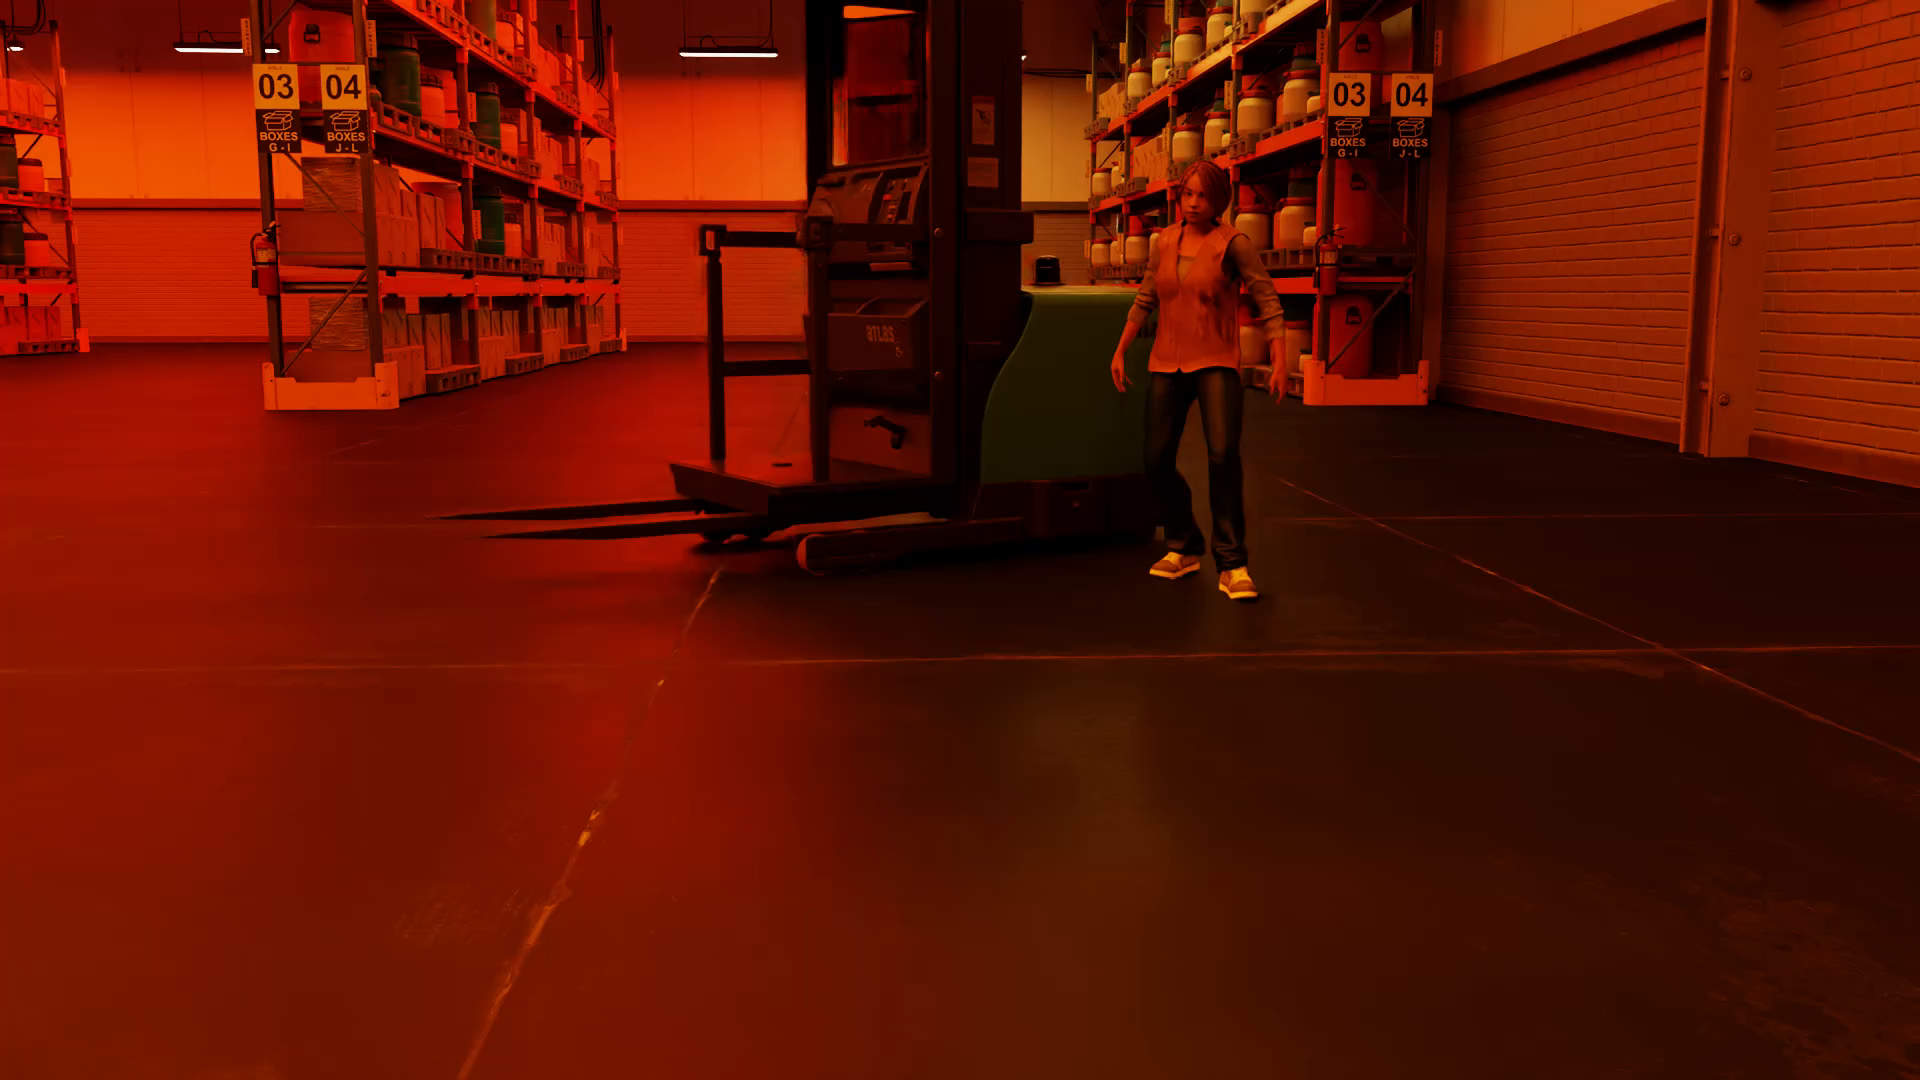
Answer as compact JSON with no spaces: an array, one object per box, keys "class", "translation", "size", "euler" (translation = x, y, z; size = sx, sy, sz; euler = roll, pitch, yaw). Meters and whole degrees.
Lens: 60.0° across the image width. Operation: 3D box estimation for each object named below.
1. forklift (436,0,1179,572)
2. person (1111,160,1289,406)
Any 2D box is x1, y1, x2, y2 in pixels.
[{"class":"forklift","translation":[-0.563,-1.399,6.754],"size":[3.031,2.935,1.130],"euler":[-5,10,-31]},{"class":"person","translation":[0.865,-0.935,6.110],"size":[0.704,0.867,0.312],"euler":[5,10,33]}]
